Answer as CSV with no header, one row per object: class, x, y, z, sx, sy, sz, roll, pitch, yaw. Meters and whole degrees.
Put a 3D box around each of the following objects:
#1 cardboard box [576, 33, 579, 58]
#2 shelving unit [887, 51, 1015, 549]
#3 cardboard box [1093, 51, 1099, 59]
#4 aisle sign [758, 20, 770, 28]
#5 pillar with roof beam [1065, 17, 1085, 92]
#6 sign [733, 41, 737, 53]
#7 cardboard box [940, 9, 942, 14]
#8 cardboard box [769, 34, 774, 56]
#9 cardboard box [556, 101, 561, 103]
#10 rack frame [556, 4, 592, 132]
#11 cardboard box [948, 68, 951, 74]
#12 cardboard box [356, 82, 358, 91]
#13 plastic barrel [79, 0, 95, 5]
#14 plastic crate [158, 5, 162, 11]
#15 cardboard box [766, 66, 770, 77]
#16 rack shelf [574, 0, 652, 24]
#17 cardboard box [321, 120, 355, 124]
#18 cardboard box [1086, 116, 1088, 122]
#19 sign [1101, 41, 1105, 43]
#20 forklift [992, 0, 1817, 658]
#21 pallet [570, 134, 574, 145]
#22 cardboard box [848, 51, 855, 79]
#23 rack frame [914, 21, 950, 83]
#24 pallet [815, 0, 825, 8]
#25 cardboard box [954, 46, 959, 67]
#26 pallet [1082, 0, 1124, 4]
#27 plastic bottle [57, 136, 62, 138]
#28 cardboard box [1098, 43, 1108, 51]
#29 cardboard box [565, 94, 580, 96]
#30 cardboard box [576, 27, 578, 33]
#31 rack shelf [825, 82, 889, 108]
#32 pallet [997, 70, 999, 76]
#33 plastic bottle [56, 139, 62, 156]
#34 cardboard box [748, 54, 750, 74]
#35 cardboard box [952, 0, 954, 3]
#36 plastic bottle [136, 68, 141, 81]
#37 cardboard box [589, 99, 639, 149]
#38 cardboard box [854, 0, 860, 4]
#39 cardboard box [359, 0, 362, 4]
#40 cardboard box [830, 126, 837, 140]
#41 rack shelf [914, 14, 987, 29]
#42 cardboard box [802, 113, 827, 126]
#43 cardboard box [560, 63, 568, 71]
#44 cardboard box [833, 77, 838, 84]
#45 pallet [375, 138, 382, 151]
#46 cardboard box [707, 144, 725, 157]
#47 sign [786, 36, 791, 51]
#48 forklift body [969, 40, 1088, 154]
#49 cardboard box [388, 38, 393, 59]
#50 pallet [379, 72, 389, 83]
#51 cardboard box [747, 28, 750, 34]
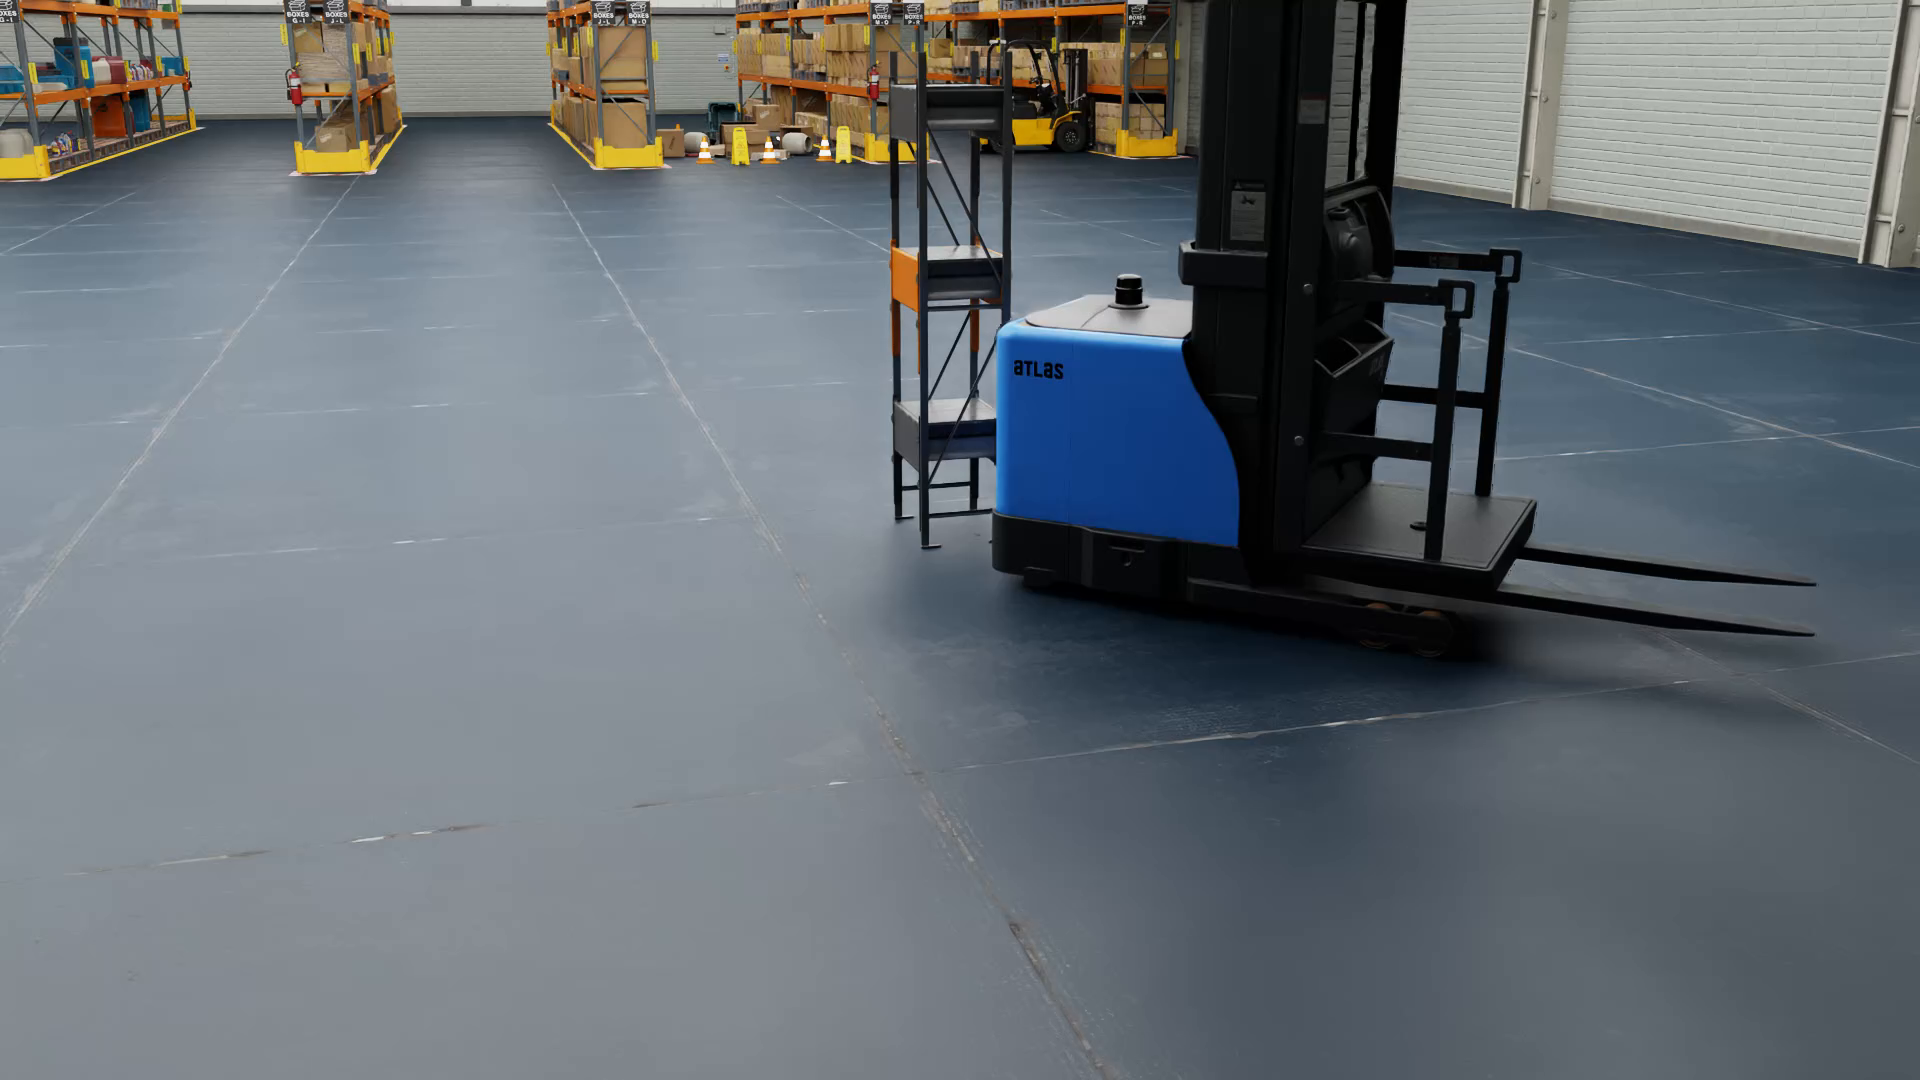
cardboard box,-7.687,-10.422,35.023,0.700,0.500,0.500,-5,17,-16
shelving unit,-0.045,-1.051,7.302,0.431,2.100,0.503,-5,17,-15
cardboard box,2.876,-9.687,33.186,0.380,0.149,0.250,-5,17,-15
aisle sign,-5.273,-14.224,45.071,0.394,0.787,0.004,-5,17,-15
pillar with roof beam,-1.496,-13.358,36.281,9.100,9.000,0.400,-5,17,-15
sign,-6.087,-13.345,45.021,0.100,0.325,0.005,-5,17,-15
cardboard box,-0.302,-13.901,43.739,0.380,0.149,0.250,-4,17,-13
cardboard box,-4.306,-11.933,40.051,0.500,0.500,0.500,-5,17,-17
cardboard box,-10.085,-11.101,42.387,0.380,0.149,0.250,-4,17,-14
rack frame,-9.184,-11.409,40.218,1.000,3.000,0.127,-5,17,-15
cardboard box,-0.104,-12.240,43.421,0.380,0.149,0.250,-4,17,-14
cardboard box,-10.636,-7.843,28.786,0.380,0.149,0.250,-5,17,-15
plastic barrel,-17.070,-10.583,32.497,0.301,0.262,0.301,0,17,0
plastic crate,-19.036,-12.518,39.154,0.437,0.136,0.530,-5,17,-15
cardboard box,-4.441,-11.470,40.685,0.500,0.250,0.500,-5,17,-17
rack shelf,-6.436,-9.735,30.681,1.077,0.370,4.000,-5,17,-15
cardboard box,-11.546,-7.564,31.034,0.500,0.500,0.500,1,17,2
cardboard box,2.759,-8.555,33.899,0.500,0.250,0.500,-5,17,-15
sign,3.051,-10.505,35.569,0.100,0.325,0.005,-5,17,-15
forklift,1.683,-1.152,6.192,3.031,2.935,1.130,8,19,26
pallet,-7.940,-8.743,36.190,1.003,0.211,1.213,-5,17,-15
cardboard box,-1.836,-9.105,31.858,0.500,0.500,0.500,-5,17,-16
rack frame,-0.780,-13.328,46.607,1.000,3.000,0.127,-5,17,-15
pallet,-2.321,-11.141,34.439,1.213,0.211,1.003,-5,17,-15
cardboard box,0.237,-12.319,42.345,0.700,0.500,0.500,-4,17,-14
pallet,3.109,-10.832,33.238,1.003,0.211,1.213,-5,17,-15
plastic bottle,-16.173,-7.119,29.908,0.152,0.276,0.135,-5,17,-15
cardboard box,2.945,-9.759,32.910,0.380,0.149,0.250,-4,17,-14
cardboard box,-8.798,-10.114,38.221,0.500,0.250,0.500,-4,17,-14
cardboard box,-9.074,-12.222,40.497,0.500,0.500,0.500,-4,17,-14
rack shelf,-1.704,-8.717,32.509,1.077,0.370,4.000,-5,17,-15
pallet,0.880,-11.561,41.058,1.003,0.211,1.213,-5,17,-15
plastic bottle,-15.688,-6.833,28.944,0.061,0.283,0.133,-4,17,-14
cardboard box,-5.254,-12.410,43.377,0.500,0.500,0.500,-4,17,-13
cardboard box,0.019,-13.673,42.074,0.380,0.149,0.250,-4,17,-14
plastic bottle,-17.984,-10.168,36.304,0.152,0.276,0.135,-5,17,-15
cardboard box,-6.380,-7.698,30.830,0.875,0.875,0.875,-5,17,-16
cardboard box,-1.781,-10.184,31.365,0.380,0.149,0.250,-5,17,-16
cardboard box,-11.406,-10.091,30.878,0.500,0.250,0.500,-4,17,-13
cardboard box,-2.351,-8.315,33.968,0.500,0.250,0.500,-6,18,-18
rack shelf,-0.230,-13.867,44.437,1.077,0.370,4.000,-5,17,-15
cardboard box,-2.997,-9.303,37.048,0.950,0.372,0.625,-5,17,-16
cardboard box,-8.662,-10.483,36.844,0.380,0.149,0.250,-4,17,-14
cardboard box,-2.356,-9.316,33.690,0.380,0.149,0.250,-4,17,-14
pallet,-12.336,-8.049,33.882,1.003,0.211,1.213,-5,17,-15
cardboard box,-4.742,-7.556,32.146,0.396,0.266,0.258,-2,17,-6
sign,-3.886,-11.231,37.615,0.100,0.325,0.005,-5,17,-15
forklift body,1.342,-8.876,33.262,2.313,2.155,1.214,-5,17,-15
cardboard box,-14.693,-12.467,42.180,0.500,0.500,0.500,-4,17,-15
pallet,-12.583,-9.657,34.722,1.213,0.211,1.003,-5,17,-15
cardboard box,-5.334,-13.219,43.207,0.380,0.149,0.250,-5,17,-17
